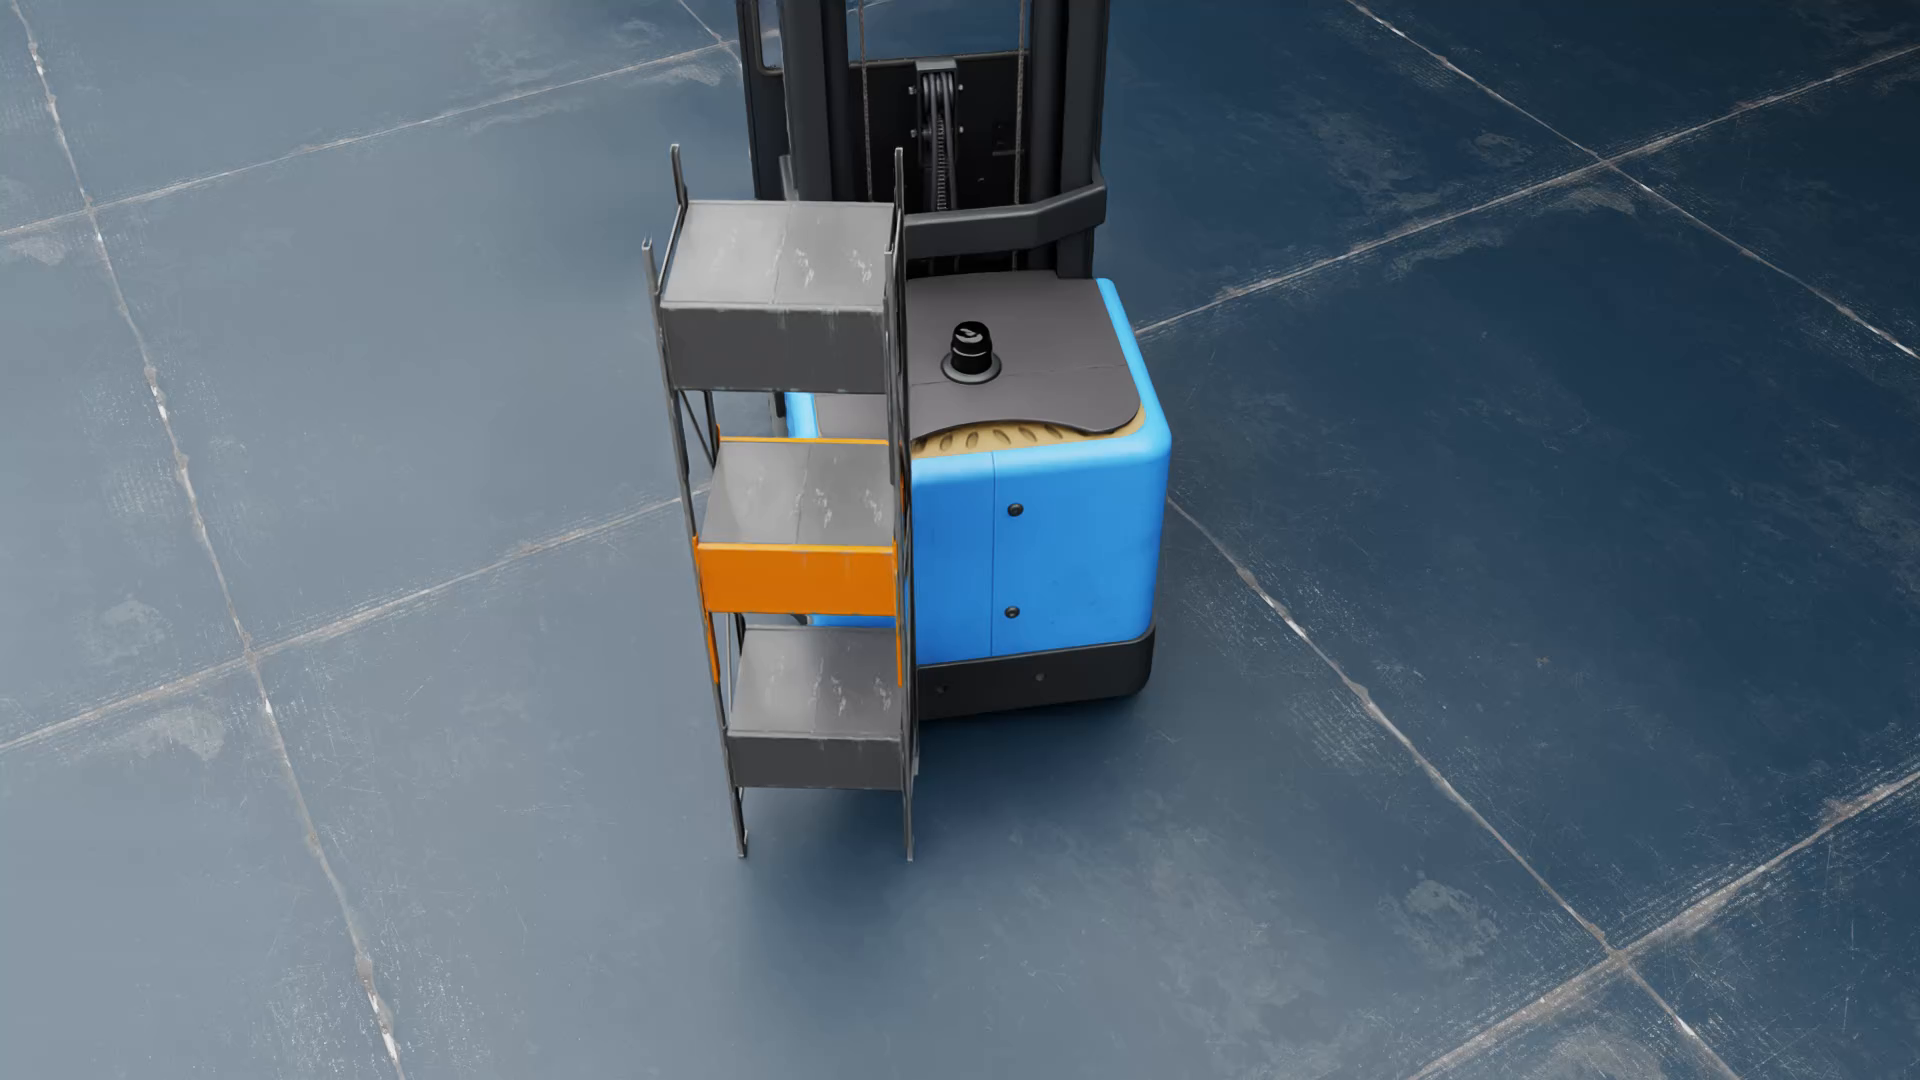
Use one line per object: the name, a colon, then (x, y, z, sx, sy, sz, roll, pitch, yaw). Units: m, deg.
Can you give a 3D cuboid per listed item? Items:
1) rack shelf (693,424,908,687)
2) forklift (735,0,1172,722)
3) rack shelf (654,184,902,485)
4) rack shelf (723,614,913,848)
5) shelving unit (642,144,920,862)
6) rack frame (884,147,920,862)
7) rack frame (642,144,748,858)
rack shelf: (-0.382, 0.043, 4.217, 0.480, 0.518, 0.431, 1, 44, 1)
forklift: (-0.145, -1.514, 5.205, 1.130, 2.935, 3.031, -6, 45, -7)
rack shelf: (-0.382, -0.458, 3.727, 0.480, 0.518, 0.431, 1, 44, 1)
rack shelf: (-0.381, 0.543, 4.706, 0.480, 0.518, 0.431, 1, 44, 1)
shelving unit: (-0.382, 0.033, 4.207, 0.503, 2.100, 0.431, 1, 44, 1)
rack frame: (-0.138, 0.038, 4.202, 0.015, 2.100, 0.400, 1, 44, 1)
rack frame: (-0.625, 0.028, 4.212, 0.015, 2.100, 0.400, 1, 44, 1)
